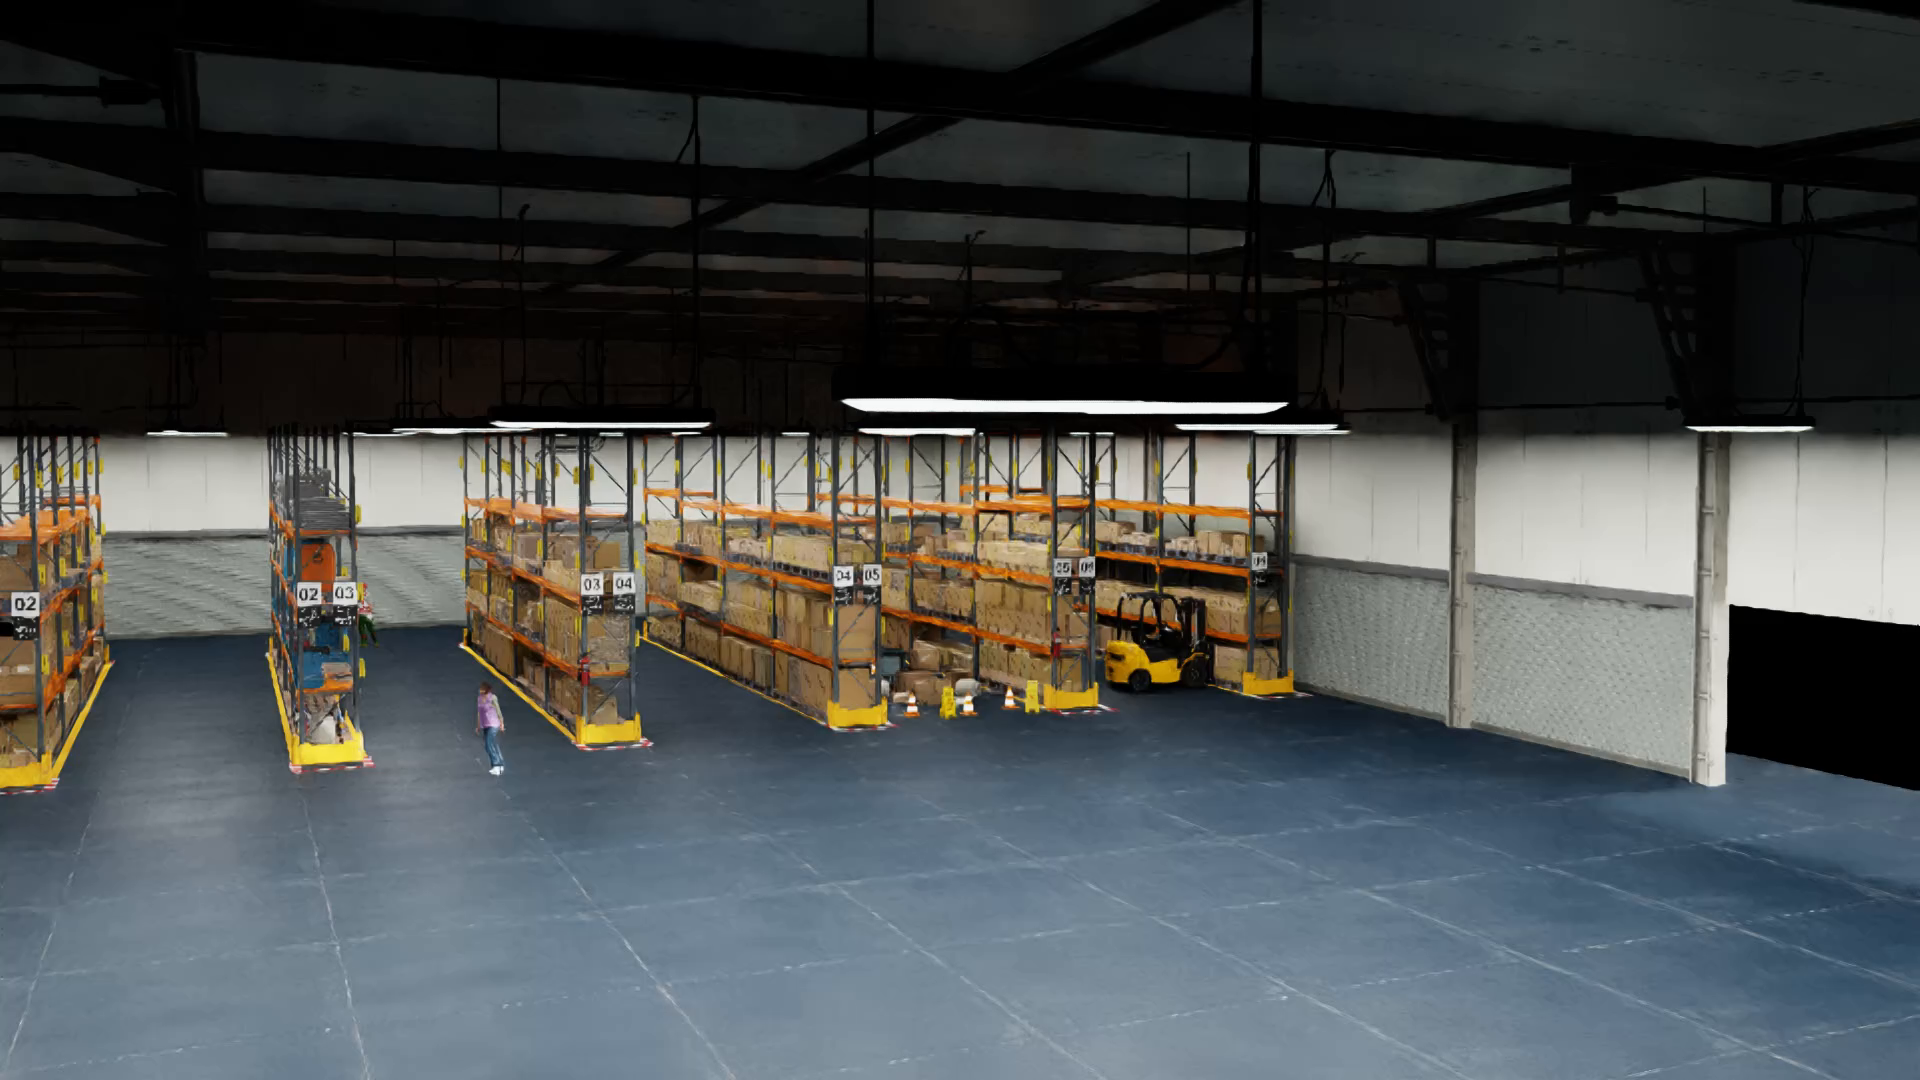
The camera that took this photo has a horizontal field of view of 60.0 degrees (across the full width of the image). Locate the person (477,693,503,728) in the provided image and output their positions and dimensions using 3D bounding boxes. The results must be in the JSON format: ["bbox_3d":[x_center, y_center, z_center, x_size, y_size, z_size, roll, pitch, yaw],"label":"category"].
[{"bbox_3d":[-8.042,2.903,28.351,0.441,0.587,0.344,3,4,36],"label":"person"}]

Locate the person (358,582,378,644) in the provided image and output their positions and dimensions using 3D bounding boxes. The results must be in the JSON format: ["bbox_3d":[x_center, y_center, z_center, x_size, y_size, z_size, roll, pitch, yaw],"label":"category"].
[{"bbox_3d":[-16.329,2.016,45.780,0.632,1.720,0.520,3,4,37],"label":"person"}]
